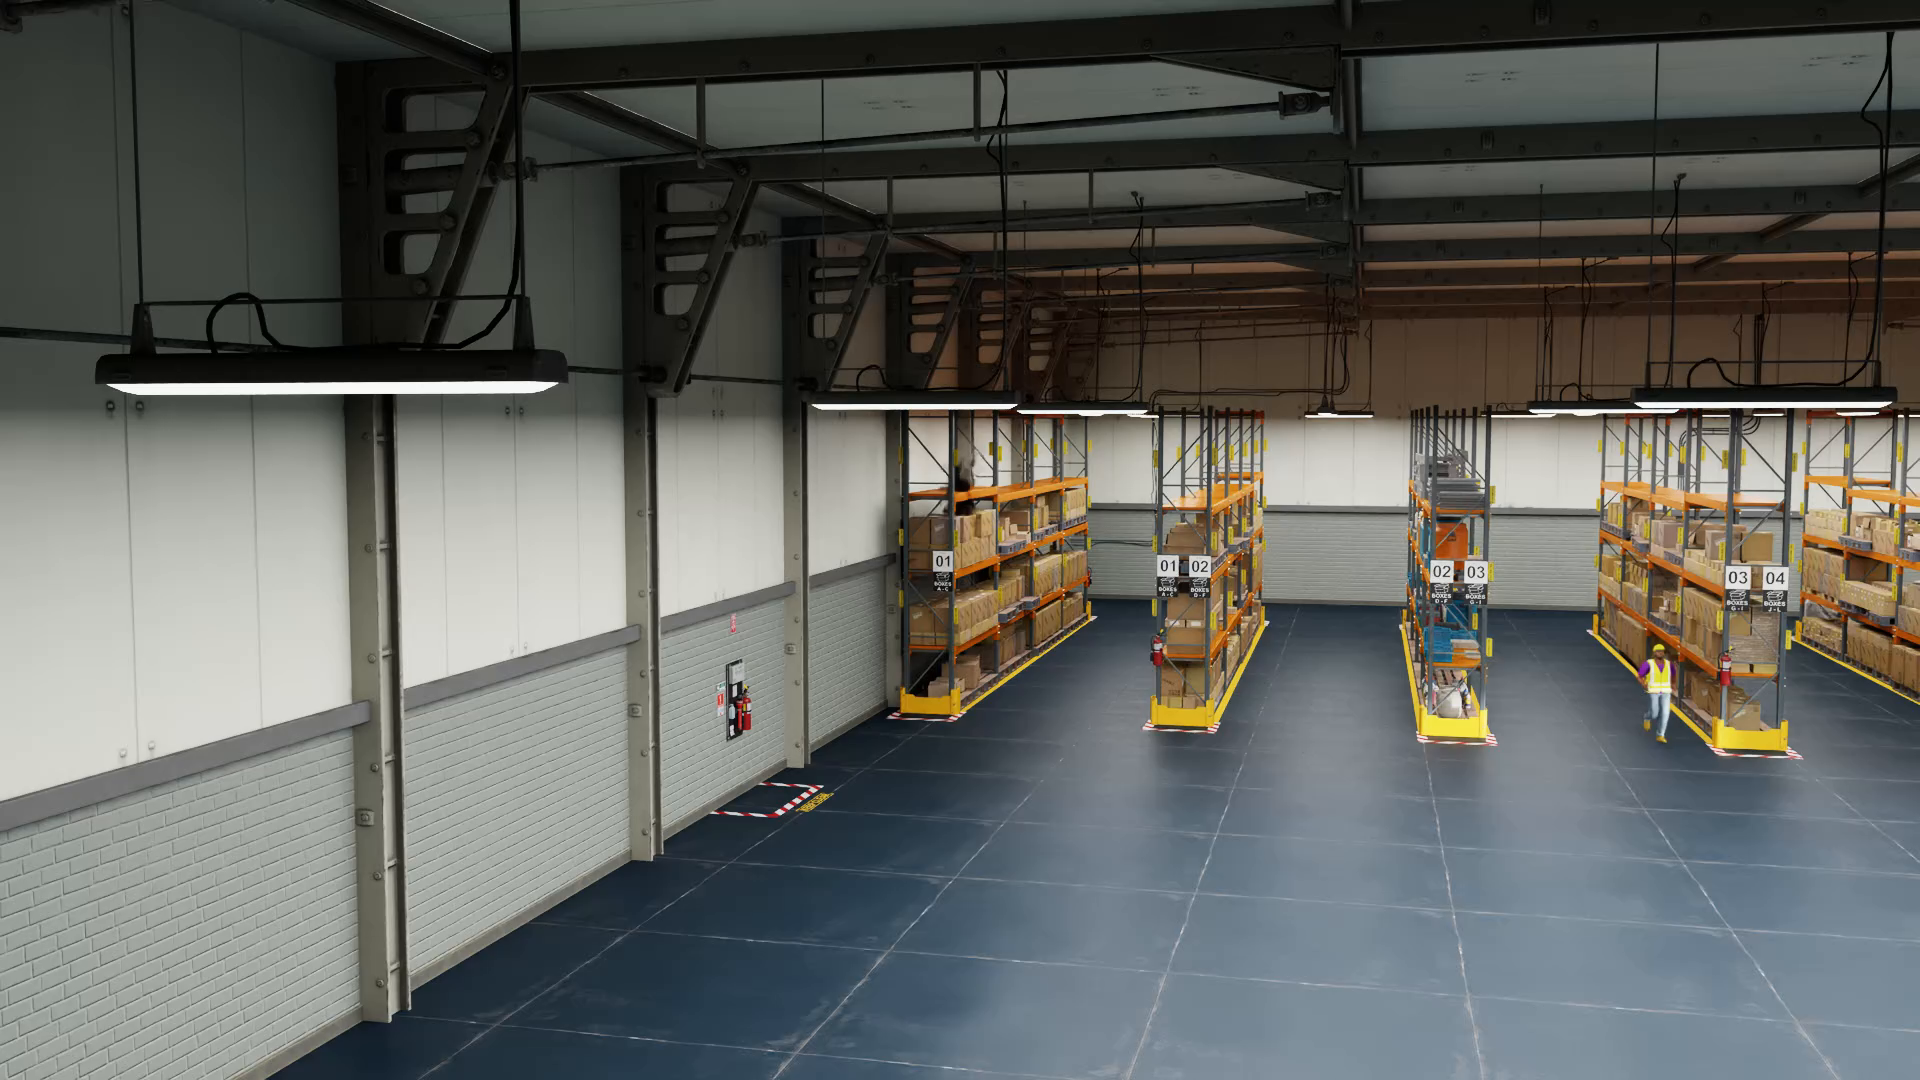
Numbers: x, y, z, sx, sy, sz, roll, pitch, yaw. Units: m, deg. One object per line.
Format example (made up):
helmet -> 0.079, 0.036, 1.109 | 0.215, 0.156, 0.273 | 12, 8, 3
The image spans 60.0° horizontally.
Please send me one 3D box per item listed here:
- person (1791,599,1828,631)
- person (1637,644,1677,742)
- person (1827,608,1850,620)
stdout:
person -> 22.811, 1.587, 44.439 | 1.000, 1.771, 0.658 | 1, 4, 7
person -> 12.503, 2.725, 29.762 | 0.697, 1.720, 0.772 | 0, 4, 7
person -> 23.485, 1.707, 44.397 | 0.989, 1.739, 0.585 | -3, 5, -37
